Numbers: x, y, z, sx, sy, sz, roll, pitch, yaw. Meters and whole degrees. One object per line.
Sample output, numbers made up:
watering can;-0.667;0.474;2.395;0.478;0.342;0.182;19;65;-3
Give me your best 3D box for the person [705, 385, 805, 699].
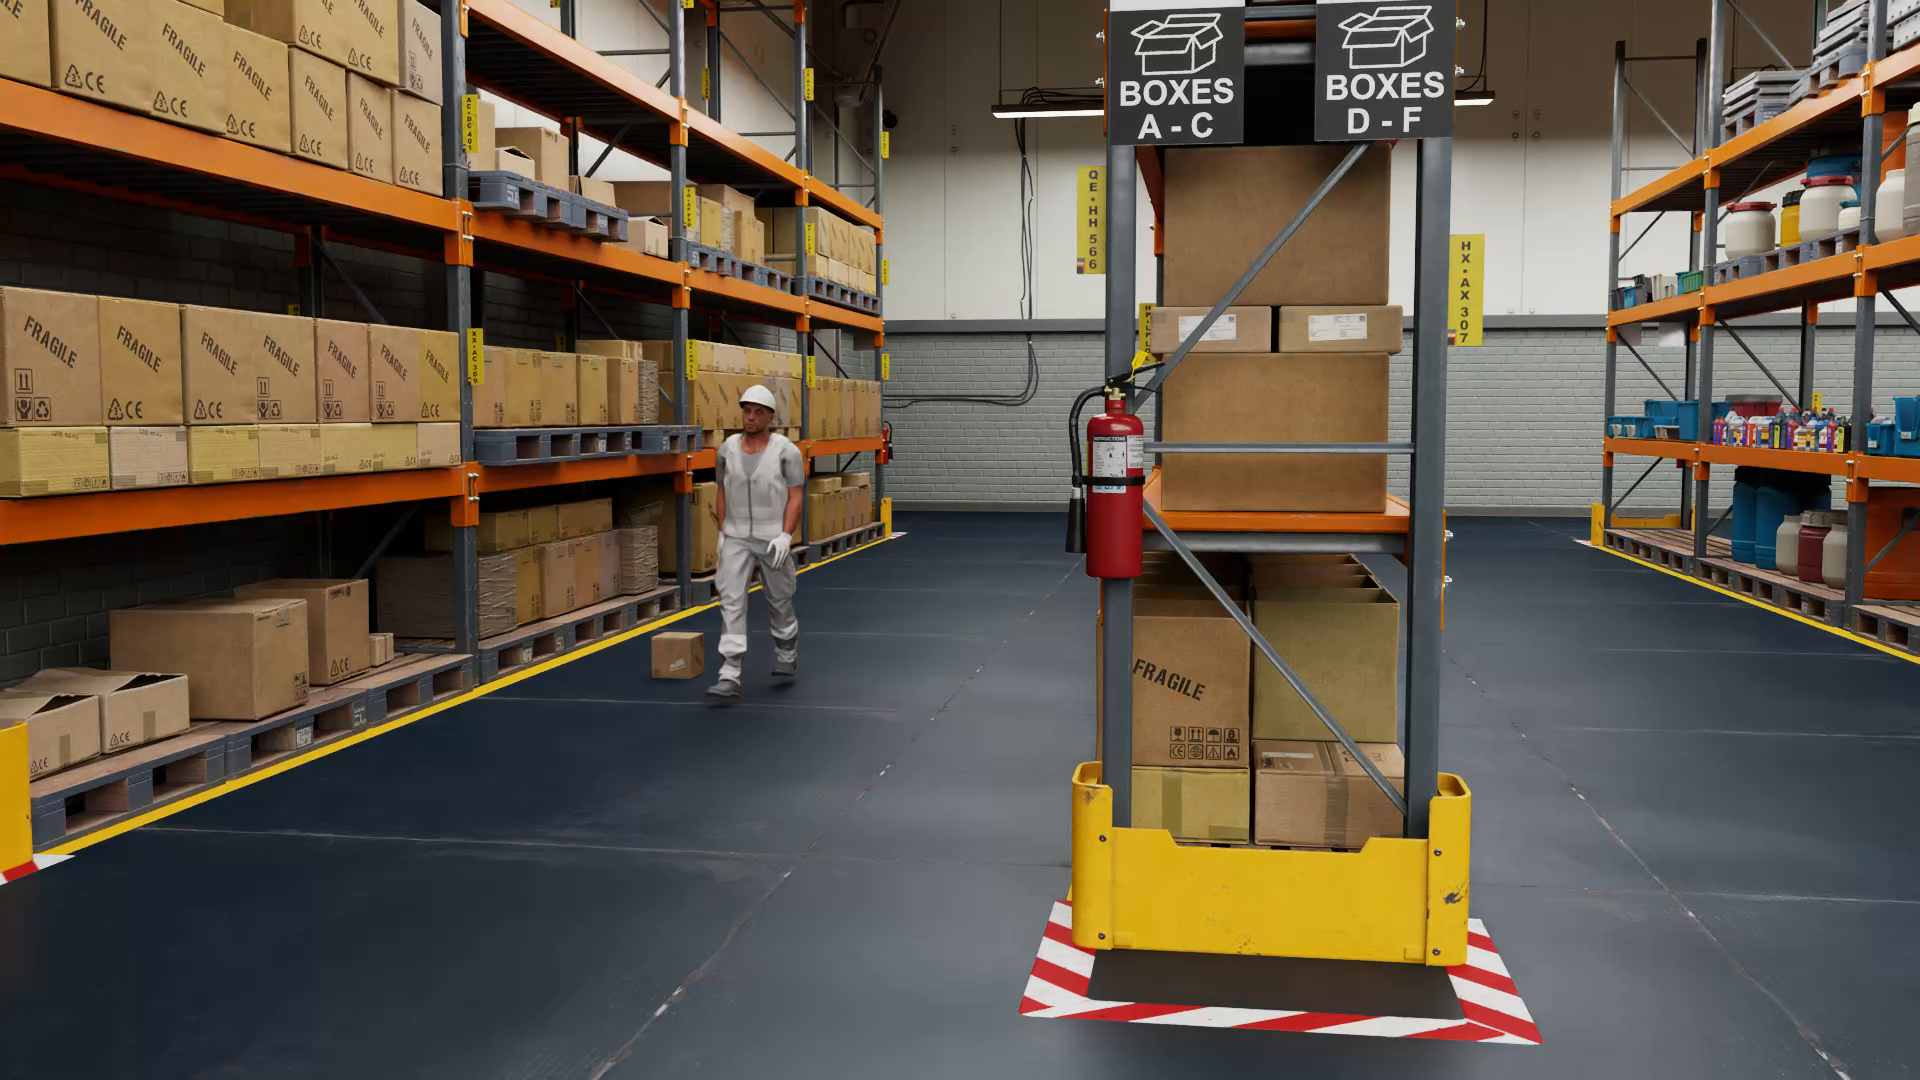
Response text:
person;-1.146;-0.002;9.440;0.543;1.749;1.043;0;4;6
